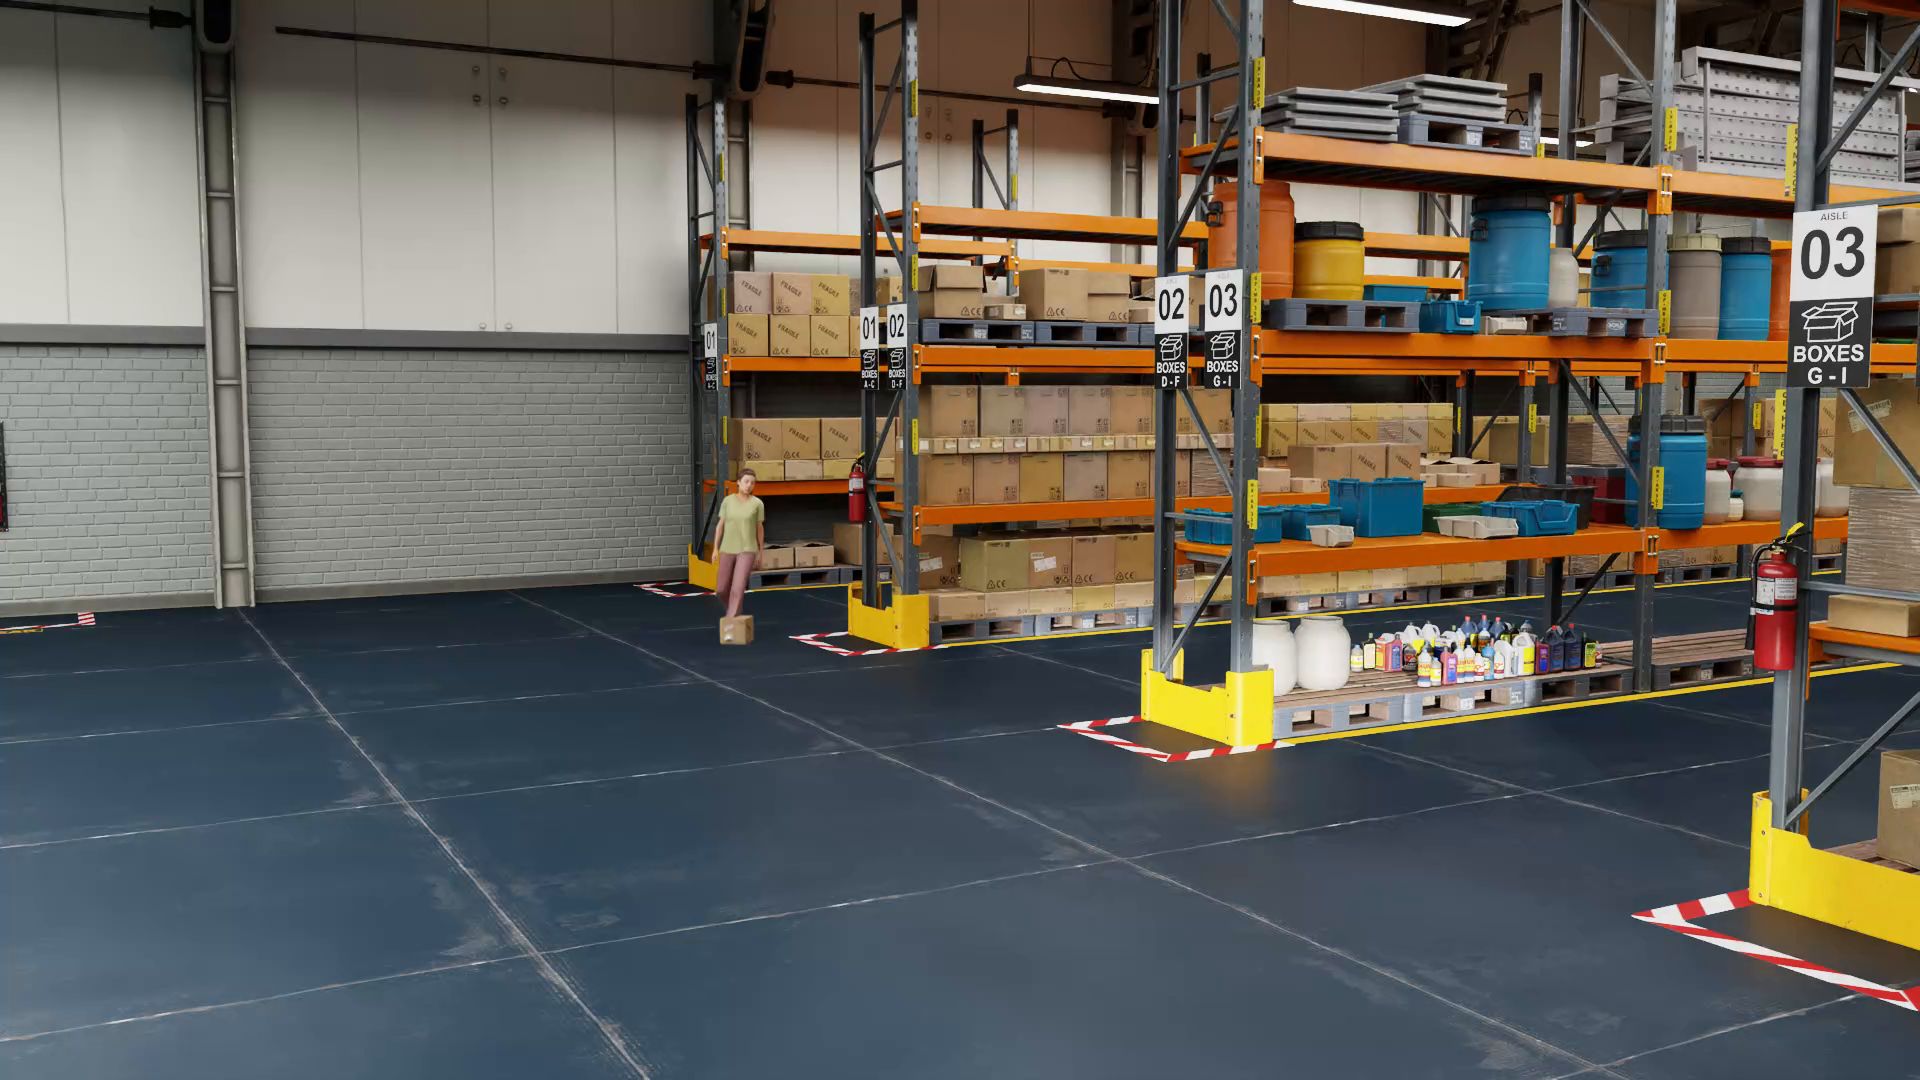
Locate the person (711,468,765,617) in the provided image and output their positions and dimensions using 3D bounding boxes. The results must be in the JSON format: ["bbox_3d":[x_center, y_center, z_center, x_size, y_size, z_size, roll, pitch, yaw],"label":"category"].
[{"bbox_3d":[-2.146,0.118,16.088,0.502,1.630,0.839,0,5,4],"label":"person"}]
